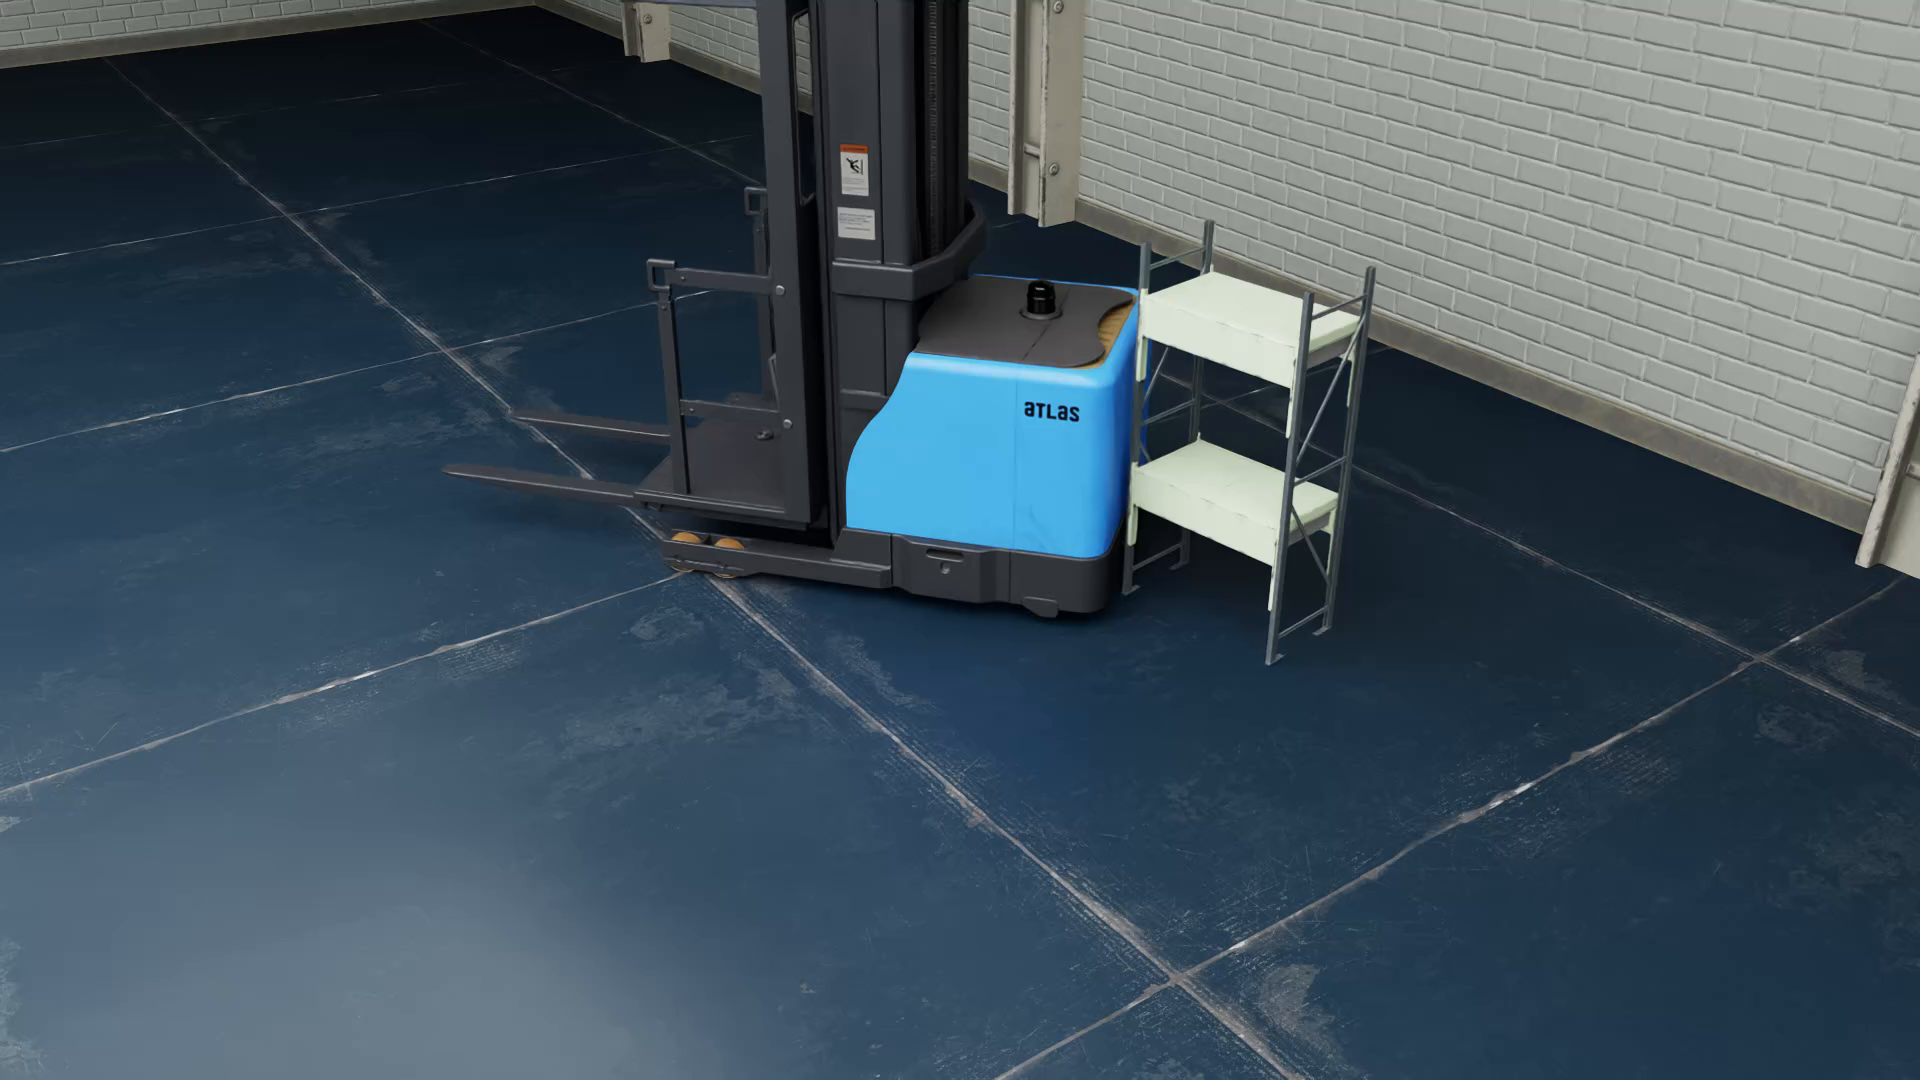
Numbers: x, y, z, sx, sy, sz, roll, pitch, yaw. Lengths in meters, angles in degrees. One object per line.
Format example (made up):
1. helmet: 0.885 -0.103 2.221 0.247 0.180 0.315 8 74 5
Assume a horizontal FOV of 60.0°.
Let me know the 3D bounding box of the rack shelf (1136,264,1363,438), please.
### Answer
1. rack shelf: 1.071 -0.716 6.180 0.431 0.370 0.720 -24 37 -37

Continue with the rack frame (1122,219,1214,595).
1. rack frame: 0.820 -0.500 6.599 0.400 1.500 0.023 -24 37 -37

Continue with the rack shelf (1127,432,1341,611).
1. rack shelf: 1.071 -0.087 6.521 0.431 0.370 0.720 -24 37 -37

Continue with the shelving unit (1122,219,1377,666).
1. shelving unit: 1.071 -0.373 6.366 0.431 1.500 0.755 -24 37 -37

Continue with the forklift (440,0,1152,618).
1. forklift: -0.755 -1.359 6.681 3.031 2.935 1.130 8 29 14

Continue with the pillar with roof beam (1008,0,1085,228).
1. pillar with roof beam: -2.945 -4.964 6.961 9.100 9.000 0.400 -19 34 -31

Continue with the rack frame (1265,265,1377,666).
1. rack frame: 1.323 -0.246 6.132 0.400 1.500 0.023 -24 37 -37

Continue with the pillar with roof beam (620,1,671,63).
1. pillar with roof beam: -6.425 -7.296 11.256 9.100 9.000 0.400 -19 34 -31

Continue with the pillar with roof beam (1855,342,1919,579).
1. pillar with roof beam: 0.535 -2.631 2.666 9.100 9.000 0.400 -19 34 -31
